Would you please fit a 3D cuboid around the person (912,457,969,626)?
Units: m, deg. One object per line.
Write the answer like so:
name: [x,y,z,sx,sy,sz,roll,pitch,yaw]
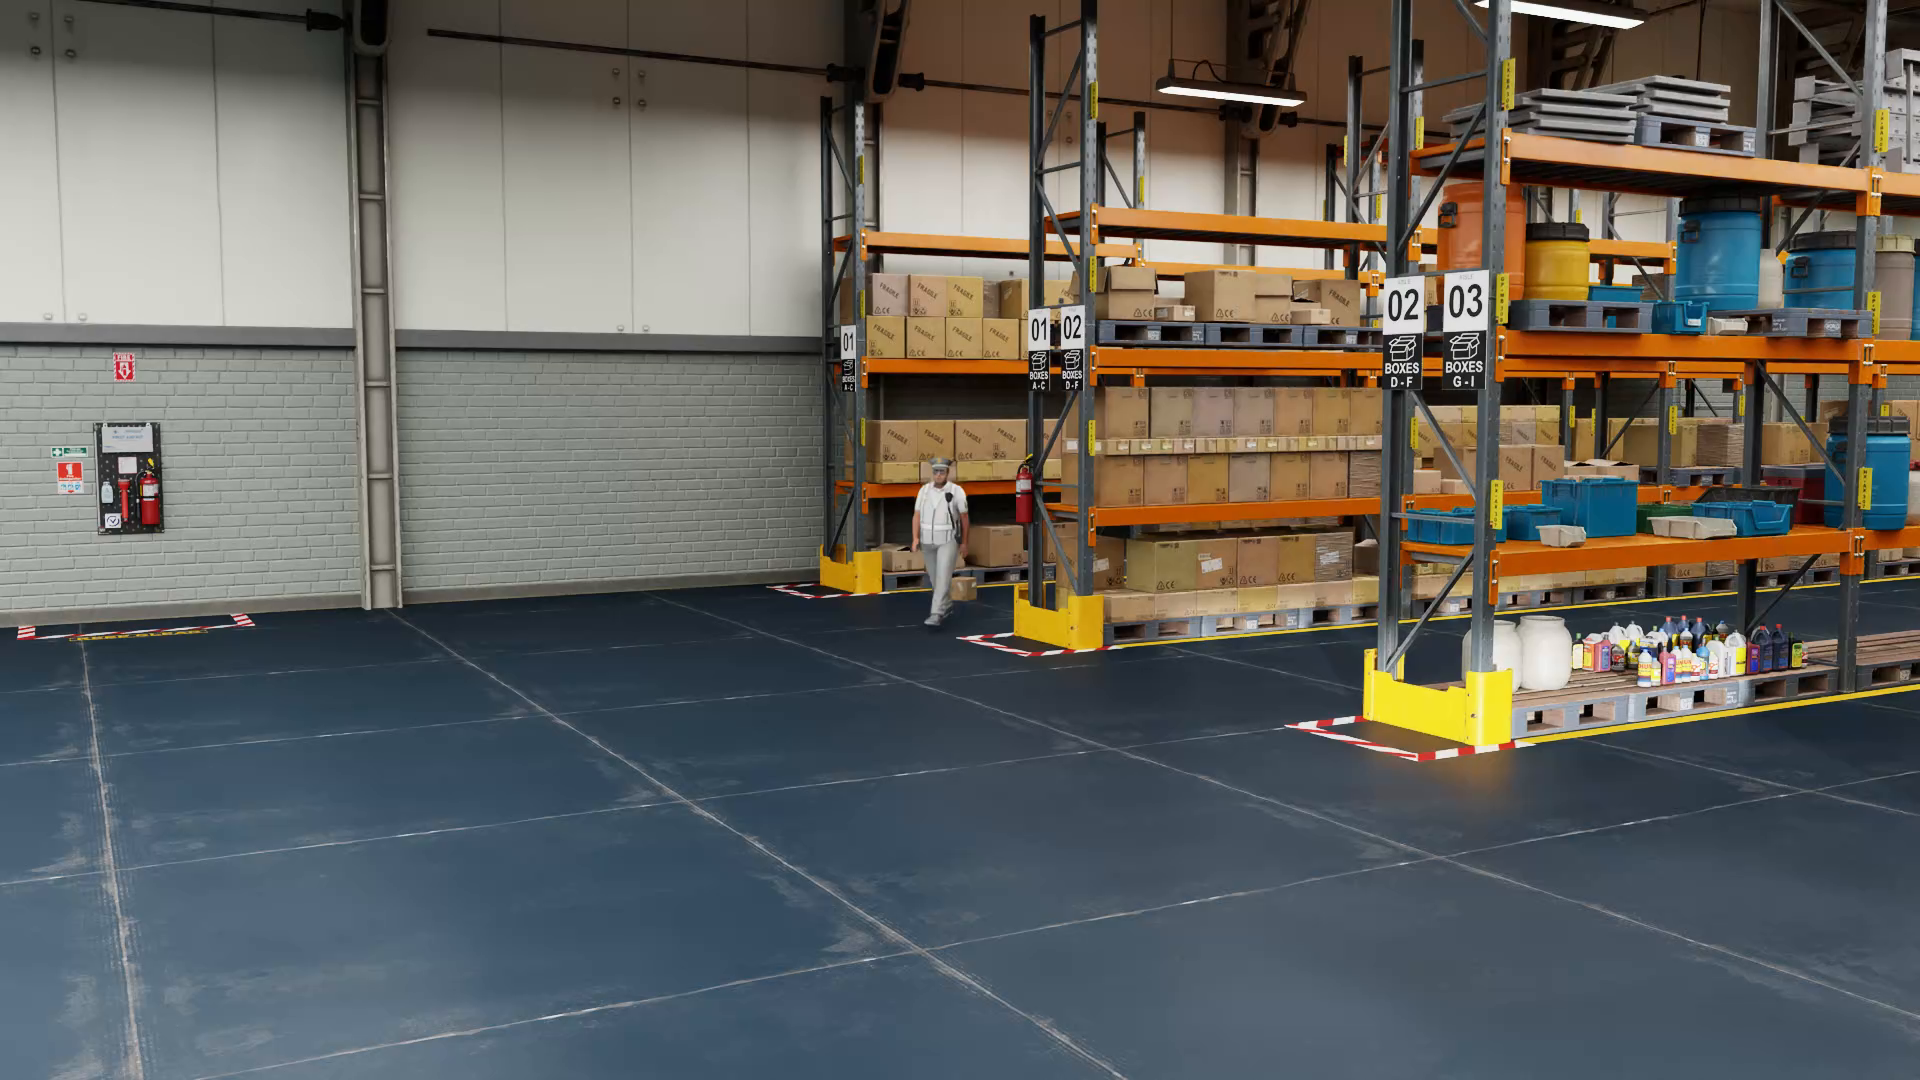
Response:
person: [-0.234,0.000,17.010,0.535,1.698,1.073,2,5,23]
